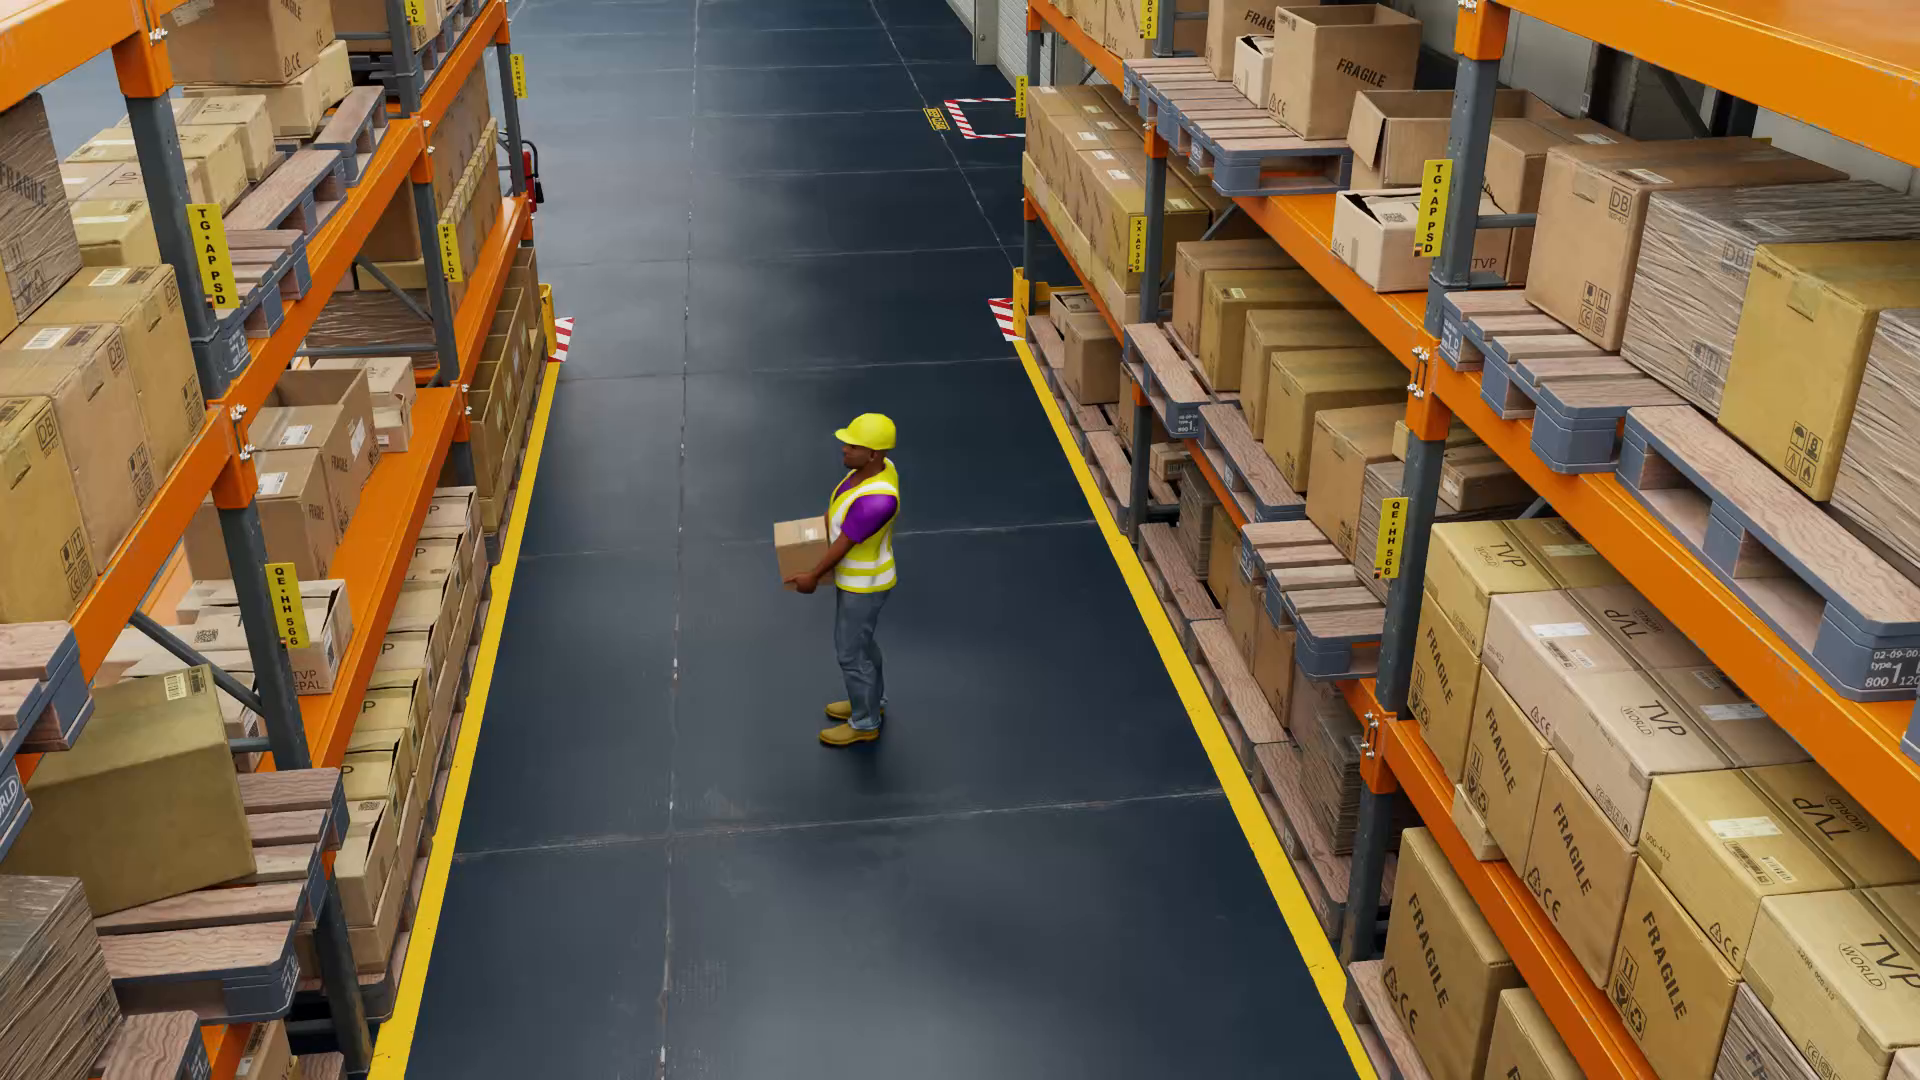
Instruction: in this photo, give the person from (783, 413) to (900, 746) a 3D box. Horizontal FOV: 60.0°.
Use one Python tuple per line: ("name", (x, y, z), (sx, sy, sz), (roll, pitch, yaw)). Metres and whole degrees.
("person", (-0.581, 0.199, 8.210), (0.587, 1.758, 0.503), (-3, 27, -6))
